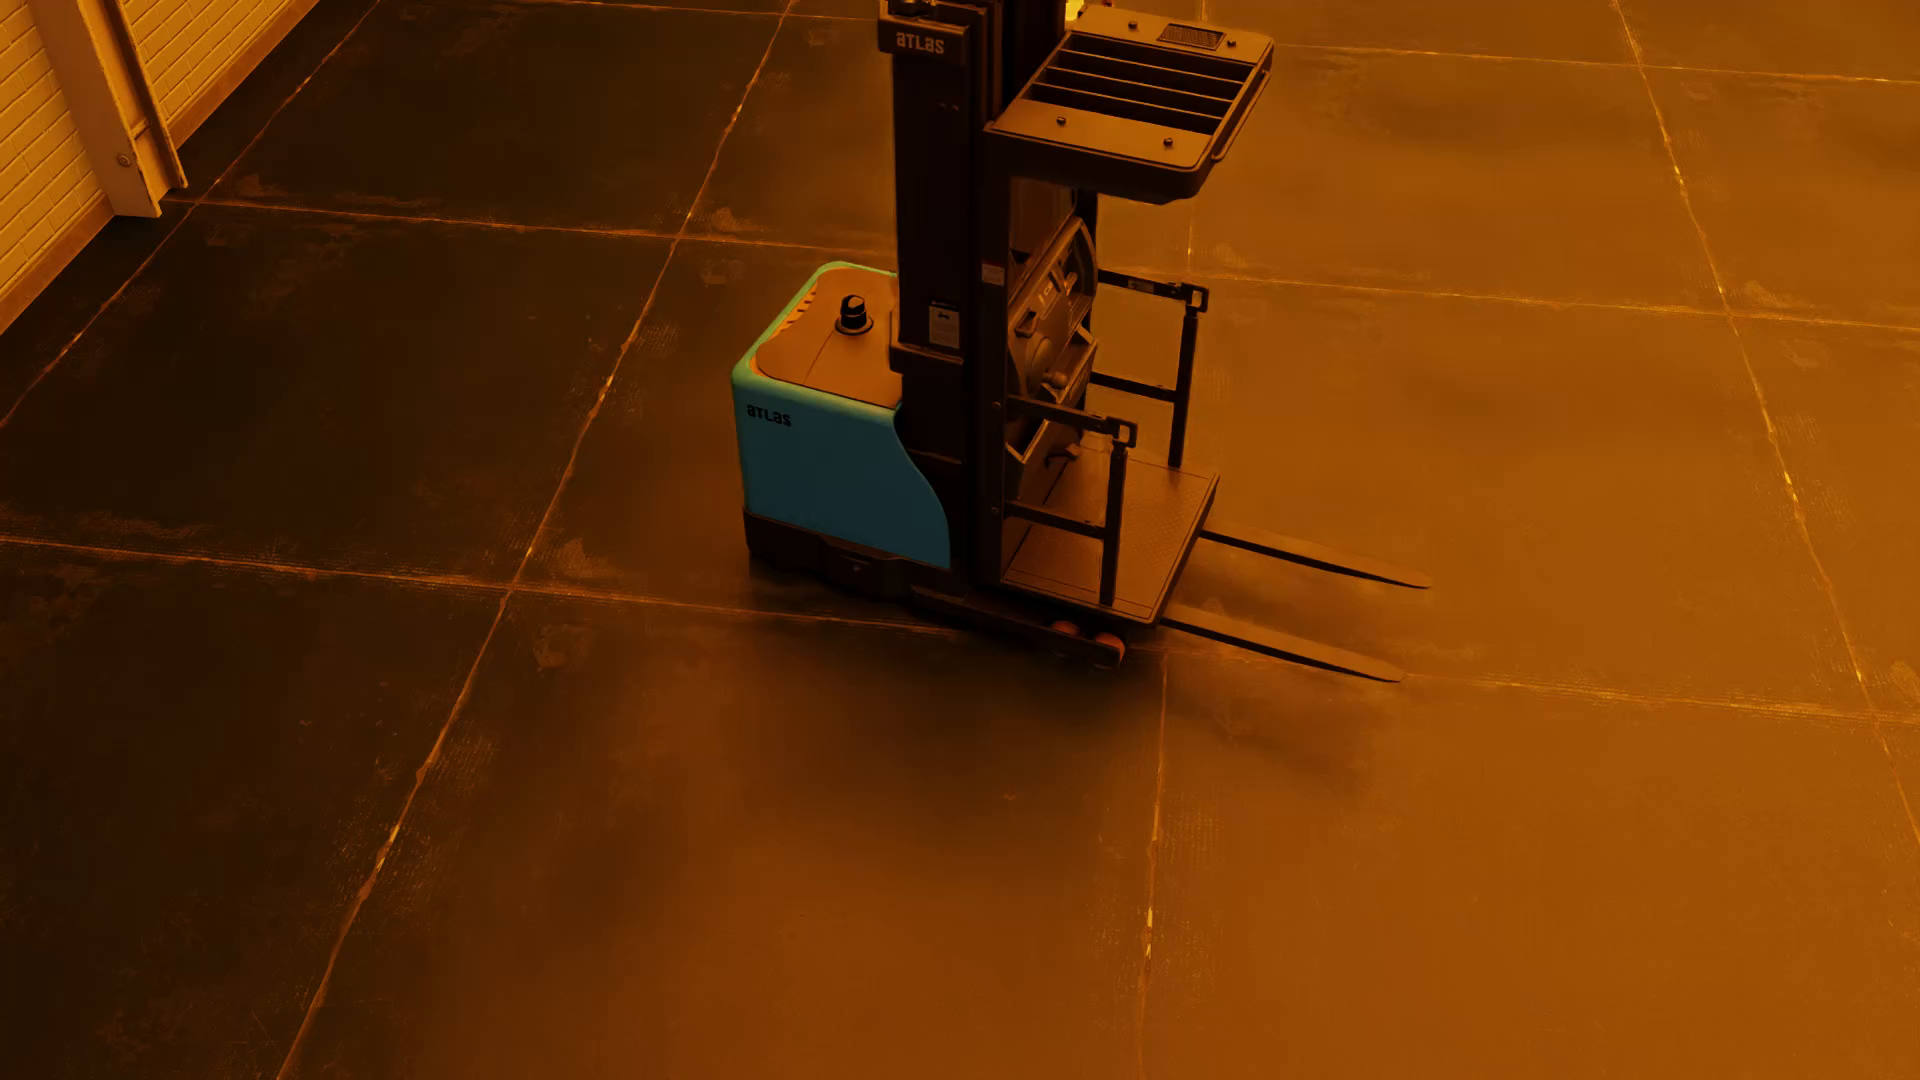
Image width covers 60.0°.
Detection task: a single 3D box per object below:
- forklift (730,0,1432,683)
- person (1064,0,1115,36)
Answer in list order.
[{"bbox_3d":[0.565,-0.924,6.730,3.031,2.935,1.130,16,45,16],"label":"forklift"},{"bbox_3d":[0.537,-3.223,10.234,0.899,1.691,0.551,-17,45,-18],"label":"person"}]
